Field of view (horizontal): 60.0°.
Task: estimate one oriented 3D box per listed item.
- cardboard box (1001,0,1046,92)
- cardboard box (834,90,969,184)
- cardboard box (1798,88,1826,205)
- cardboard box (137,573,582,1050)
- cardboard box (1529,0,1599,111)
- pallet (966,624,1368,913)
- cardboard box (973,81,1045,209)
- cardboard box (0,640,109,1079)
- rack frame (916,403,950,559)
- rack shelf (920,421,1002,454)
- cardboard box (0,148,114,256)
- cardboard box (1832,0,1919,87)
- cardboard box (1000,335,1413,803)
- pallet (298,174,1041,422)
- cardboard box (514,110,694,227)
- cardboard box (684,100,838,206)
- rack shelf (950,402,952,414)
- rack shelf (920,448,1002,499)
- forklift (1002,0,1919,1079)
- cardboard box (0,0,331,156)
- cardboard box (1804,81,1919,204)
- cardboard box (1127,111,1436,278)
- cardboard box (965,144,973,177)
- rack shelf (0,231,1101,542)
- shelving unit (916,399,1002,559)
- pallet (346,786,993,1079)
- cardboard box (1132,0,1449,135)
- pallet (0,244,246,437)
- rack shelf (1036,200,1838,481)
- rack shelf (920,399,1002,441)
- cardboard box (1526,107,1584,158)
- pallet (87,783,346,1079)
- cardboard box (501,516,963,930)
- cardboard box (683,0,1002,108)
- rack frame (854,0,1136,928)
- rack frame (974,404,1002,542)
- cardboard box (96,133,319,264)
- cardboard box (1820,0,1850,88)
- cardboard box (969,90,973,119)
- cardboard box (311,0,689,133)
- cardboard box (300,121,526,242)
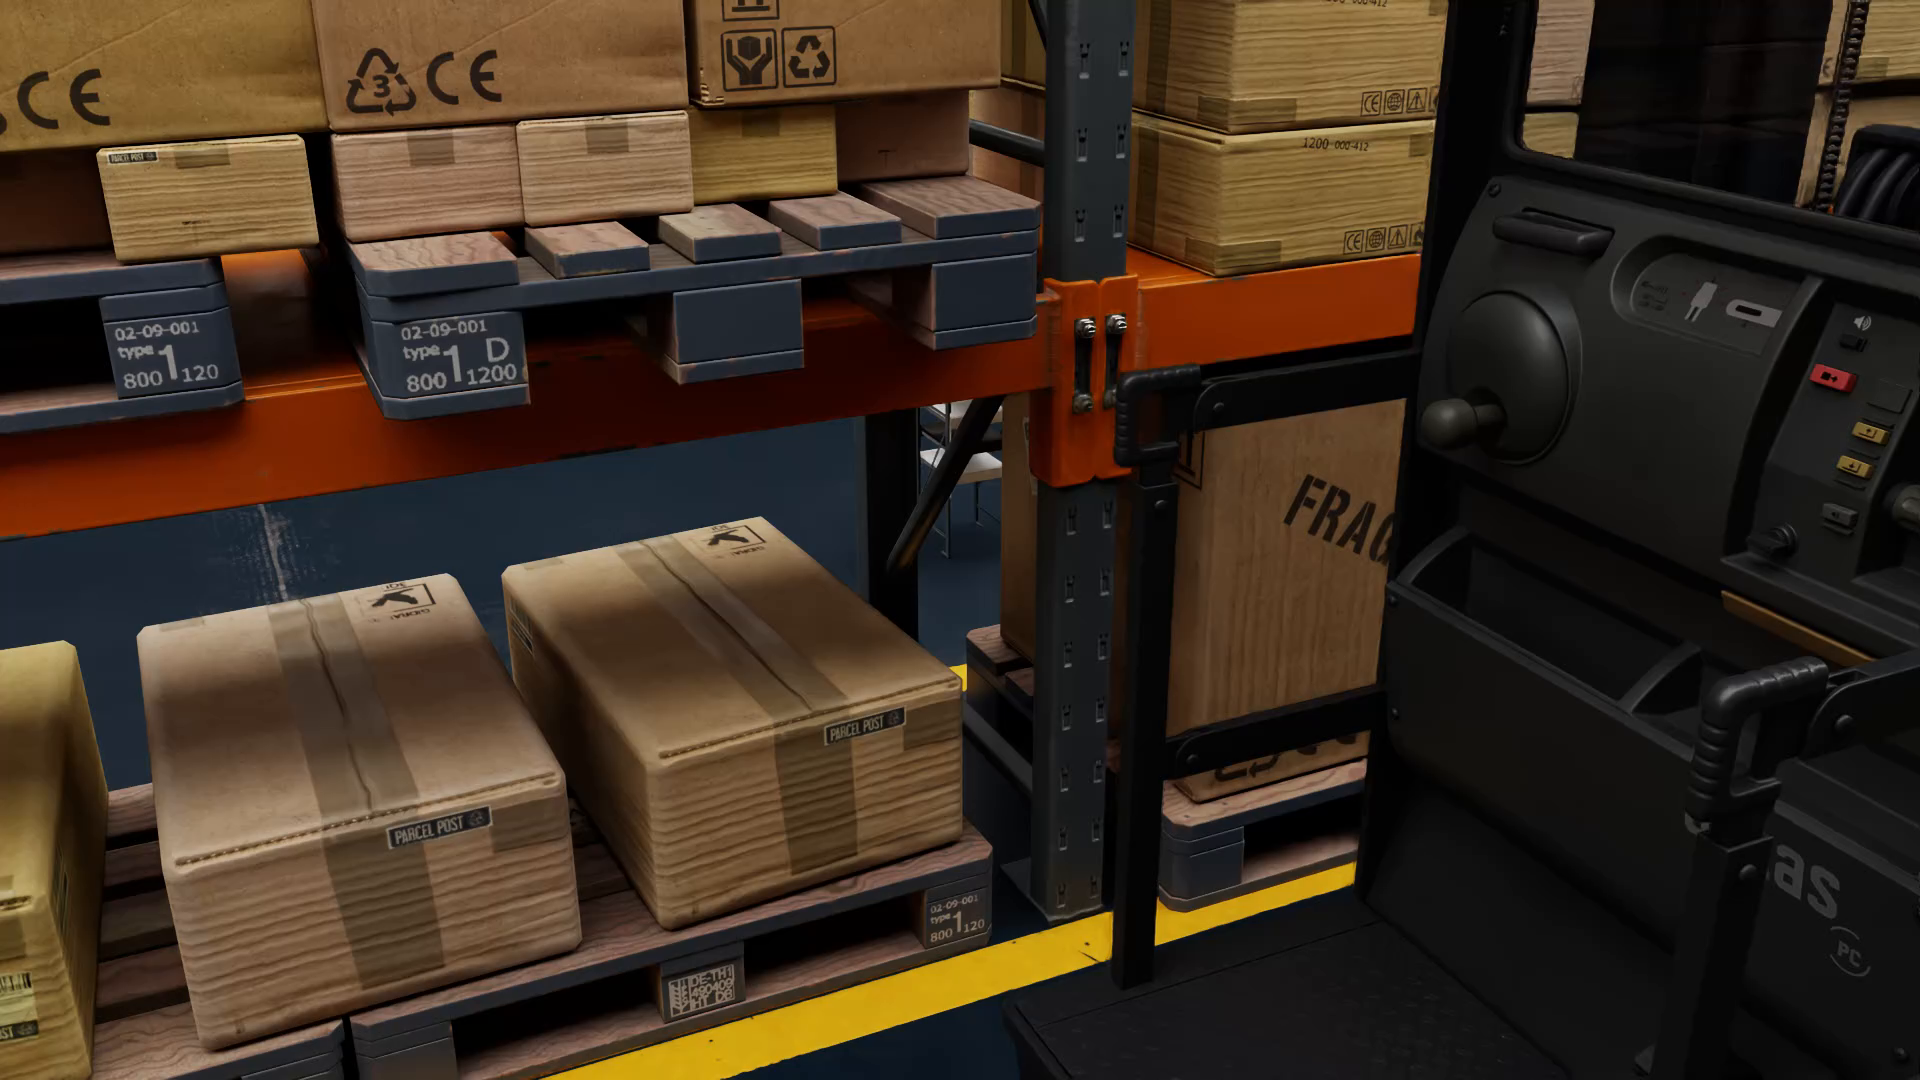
[{"bbox_3d":[0.347,-1.115,3.565,0.500,0.250,0.500,-11,25,-24],"label":"cardboard box"},{"bbox_3d":[-0.173,-0.728,2.867,0.250,0.149,0.380,-9,24,-22],"label":"cardboard box"},{"bbox_3d":[1.501,-0.887,3.667,0.500,0.250,0.500,-10,24,-22],"label":"cardboard box"},{"bbox_3d":[-1.154,0.450,3.128,0.625,0.372,0.950,-11,25,-25],"label":"cardboard box"},{"bbox_3d":[1.051,-1.032,3.363,0.500,0.250,0.500,-10,24,-22],"label":"cardboard box"},{"bbox_3d":[0.764,0.398,4.013,1.213,0.211,1.003,-10,25,-24],"label":"pallet"},{"bbox_3d":[0.364,-0.890,3.674,0.500,0.250,0.500,-11,25,-25],"label":"cardboard box"},{"bbox_3d":[-1.840,0.574,2.829,0.625,0.372,0.950,-10,24,-22],"label":"cardboard box"},{"bbox_3d":[-0.084,-0.400,5.040,0.006,0.900,0.240,-10,25,-24],"label":"rack frame"},{"bbox_3d":[0.007,-0.303,5.128,0.200,0.077,0.258,-10,25,-24],"label":"rack shelf"},{"bbox_3d":[-1.344,-0.514,2.349,0.250,0.149,0.380,-10,25,-23],"label":"cardboard box"},{"bbox_3d":[1.968,-1.190,3.745,0.500,0.250,0.500,-10,24,-23],"label":"cardboard box"},{"bbox_3d":[0.679,-0.084,3.760,0.875,0.875,0.875,-11,25,-24],"label":"cardboard box"},{"bbox_3d":[-0.575,-0.542,2.889,1.003,0.211,1.213,-10,25,-24],"label":"pallet"},{"bbox_3d":[-0.590,-0.602,2.561,0.250,0.149,0.380,-11,25,-24],"label":"cardboard box"},{"bbox_3d":[-0.383,-0.659,2.699,0.250,0.149,0.380,-10,25,-23],"label":"cardboard box"},{"bbox_3d":[0.007,-0.469,5.059,0.200,0.077,0.258,-10,25,-24],"label":"rack shelf"},{"bbox_3d":[0.007,-0.220,5.163,0.200,0.077,0.258,-10,25,-24],"label":"rack shelf"},{"bbox_3d":[0.719,-0.197,1.895,3.031,2.935,1.130,-10,25,-23],"label":"forklift"},{"bbox_3d":[-1.184,-0.818,2.237,0.500,0.500,0.500,-12,25,-27],"label":"cardboard box"},{"bbox_3d":[1.944,-0.970,3.868,0.500,0.250,0.500,-10,25,-24],"label":"cardboard box"},{"bbox_3d":[0.571,-0.711,3.241,0.500,0.250,0.500,-11,25,-25],"label":"cardboard box"},{"bbox_3d":[-0.097,-1.799,8.394,0.500,0.500,0.500,-11,25,-25],"label":"cardboard box"},{"bbox_3d":[-1.781,-0.122,2.562,4.000,0.370,1.077,-10,25,-24],"label":"rack shelf"},{"bbox_3d":[0.007,-0.417,5.081,0.210,0.900,0.258,-10,25,-24],"label":"shelving unit"},{"bbox_3d":[-0.684,0.632,3.448,1.213,0.211,1.003,-10,25,-24],"label":"pallet"},{"bbox_3d":[0.584,-0.946,3.157,0.500,0.250,0.500,-11,25,-24],"label":"cardboard box"},{"bbox_3d":[-1.745,-0.355,2.435,1.213,0.211,1.003,-10,25,-24],"label":"pallet"},{"bbox_3d":[1.823,-0.785,4.165,4.000,0.370,1.077,-10,25,-24],"label":"rack shelf"},{"bbox_3d":[0.007,-0.386,5.094,0.200,0.077,0.258,-10,25,-24],"label":"rack shelf"},{"bbox_3d":[1.026,-0.802,3.462,0.500,0.250,0.500,-11,25,-25],"label":"cardboard box"},{"bbox_3d":[-1.782,0.833,2.962,1.213,0.211,1.003,-10,25,-24],"label":"pallet"},{"bbox_3d":[-0.493,0.325,3.430,0.625,0.372,0.950,-12,25,-27],"label":"cardboard box"},{"bbox_3d":[-0.268,-0.992,2.656,0.500,0.500,0.500,-11,25,-25],"label":"cardboard box"},{"bbox_3d":[0.021,-0.786,3.226,0.127,3.000,1.000,-10,25,-24],"label":"rack frame"},{"bbox_3d":[0.099,-0.434,5.122,0.006,0.900,0.240,-10,25,-24],"label":"rack frame"},{"bbox_3d":[-1.063,-0.512,2.344,0.250,0.149,0.380,-10,24,-23],"label":"cardboard box"},{"bbox_3d":[1.505,-1.110,3.552,0.500,0.250,0.500,-11,25,-24],"label":"cardboard box"},{"bbox_3d":[-0.114,-2.140,8.237,0.500,0.250,0.500,-12,25,-26],"label":"cardboard box"},{"bbox_3d":[-0.729,-0.903,2.440,0.500,0.500,0.500,-11,25,-24],"label":"cardboard box"},{"bbox_3d":[-0.821,-0.563,2.466,0.250,0.149,0.380,-12,25,-26],"label":"cardboard box"}]
